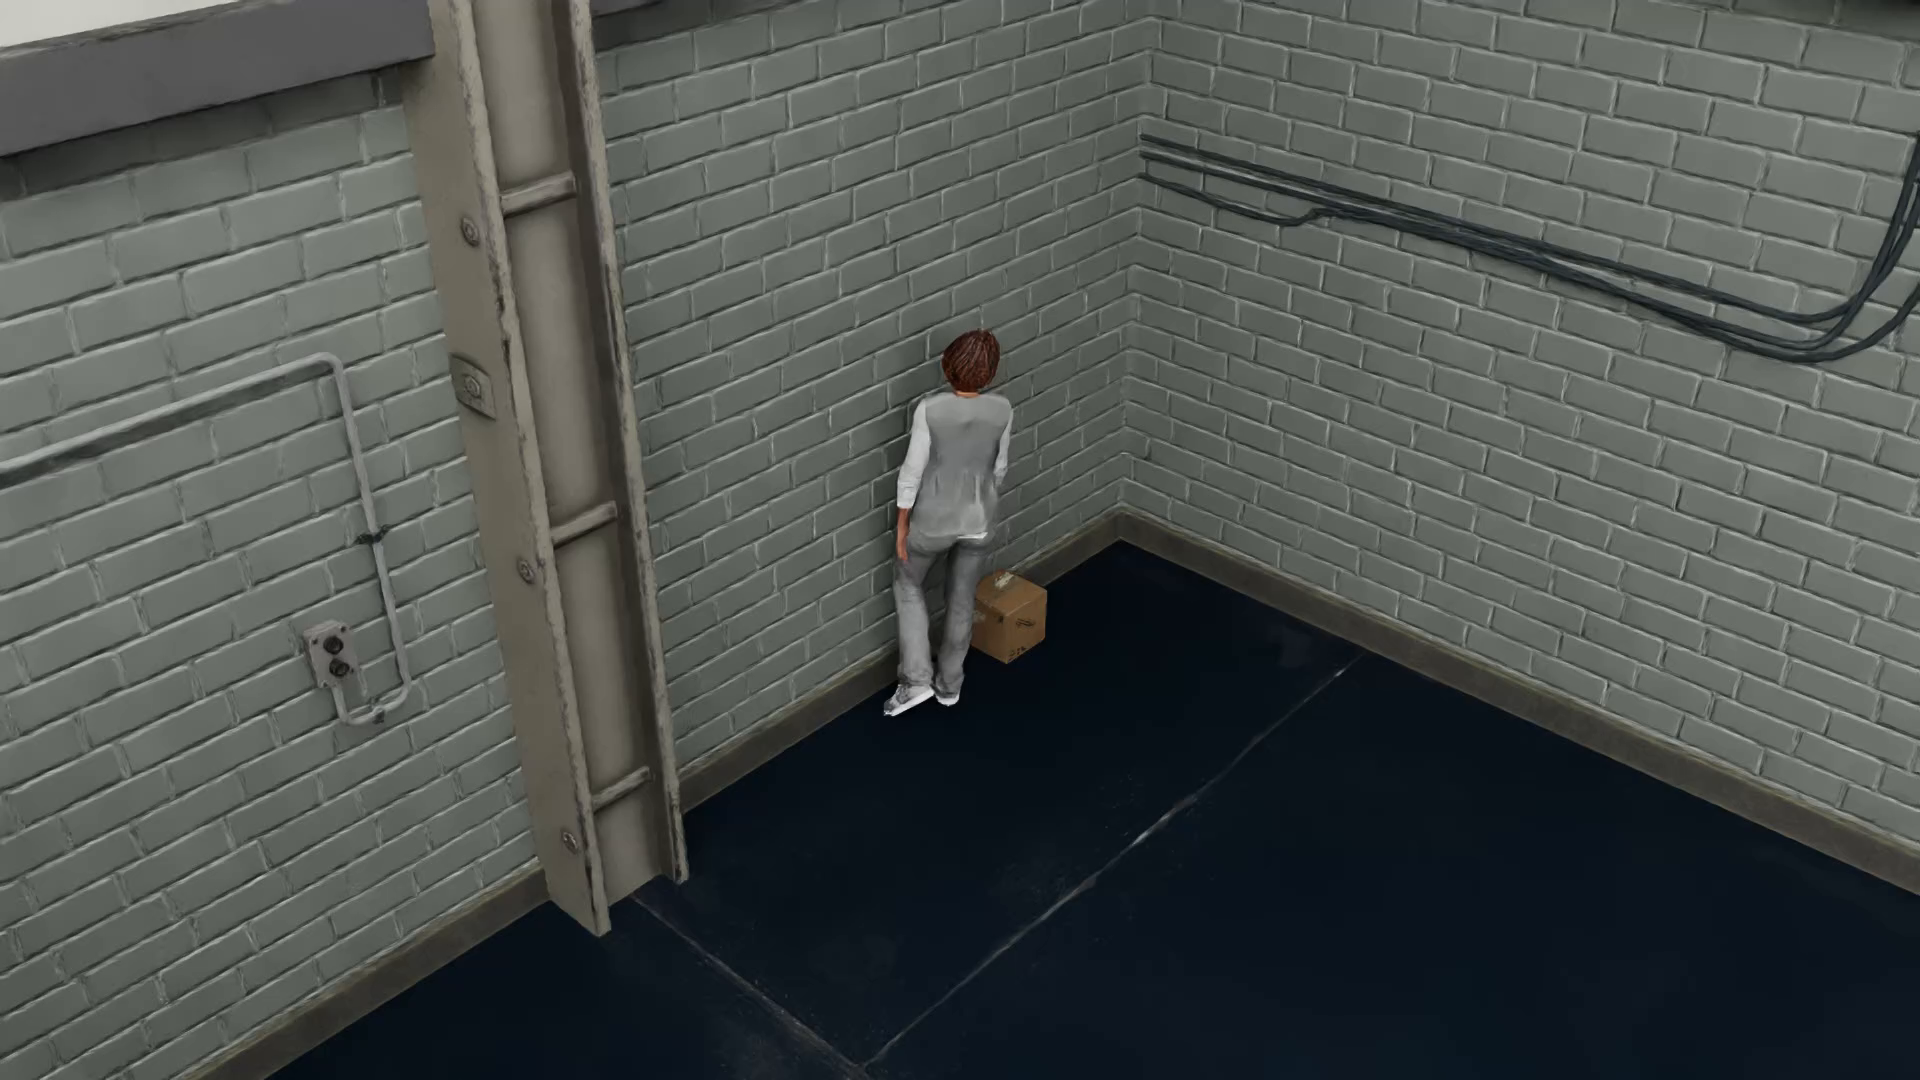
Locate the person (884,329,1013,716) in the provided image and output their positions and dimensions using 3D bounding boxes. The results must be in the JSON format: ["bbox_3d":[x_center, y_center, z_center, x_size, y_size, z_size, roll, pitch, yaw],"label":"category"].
[{"bbox_3d":[-0.064,-0.047,6.218,0.508,1.596,0.390,-7,32,-11],"label":"person"}]
